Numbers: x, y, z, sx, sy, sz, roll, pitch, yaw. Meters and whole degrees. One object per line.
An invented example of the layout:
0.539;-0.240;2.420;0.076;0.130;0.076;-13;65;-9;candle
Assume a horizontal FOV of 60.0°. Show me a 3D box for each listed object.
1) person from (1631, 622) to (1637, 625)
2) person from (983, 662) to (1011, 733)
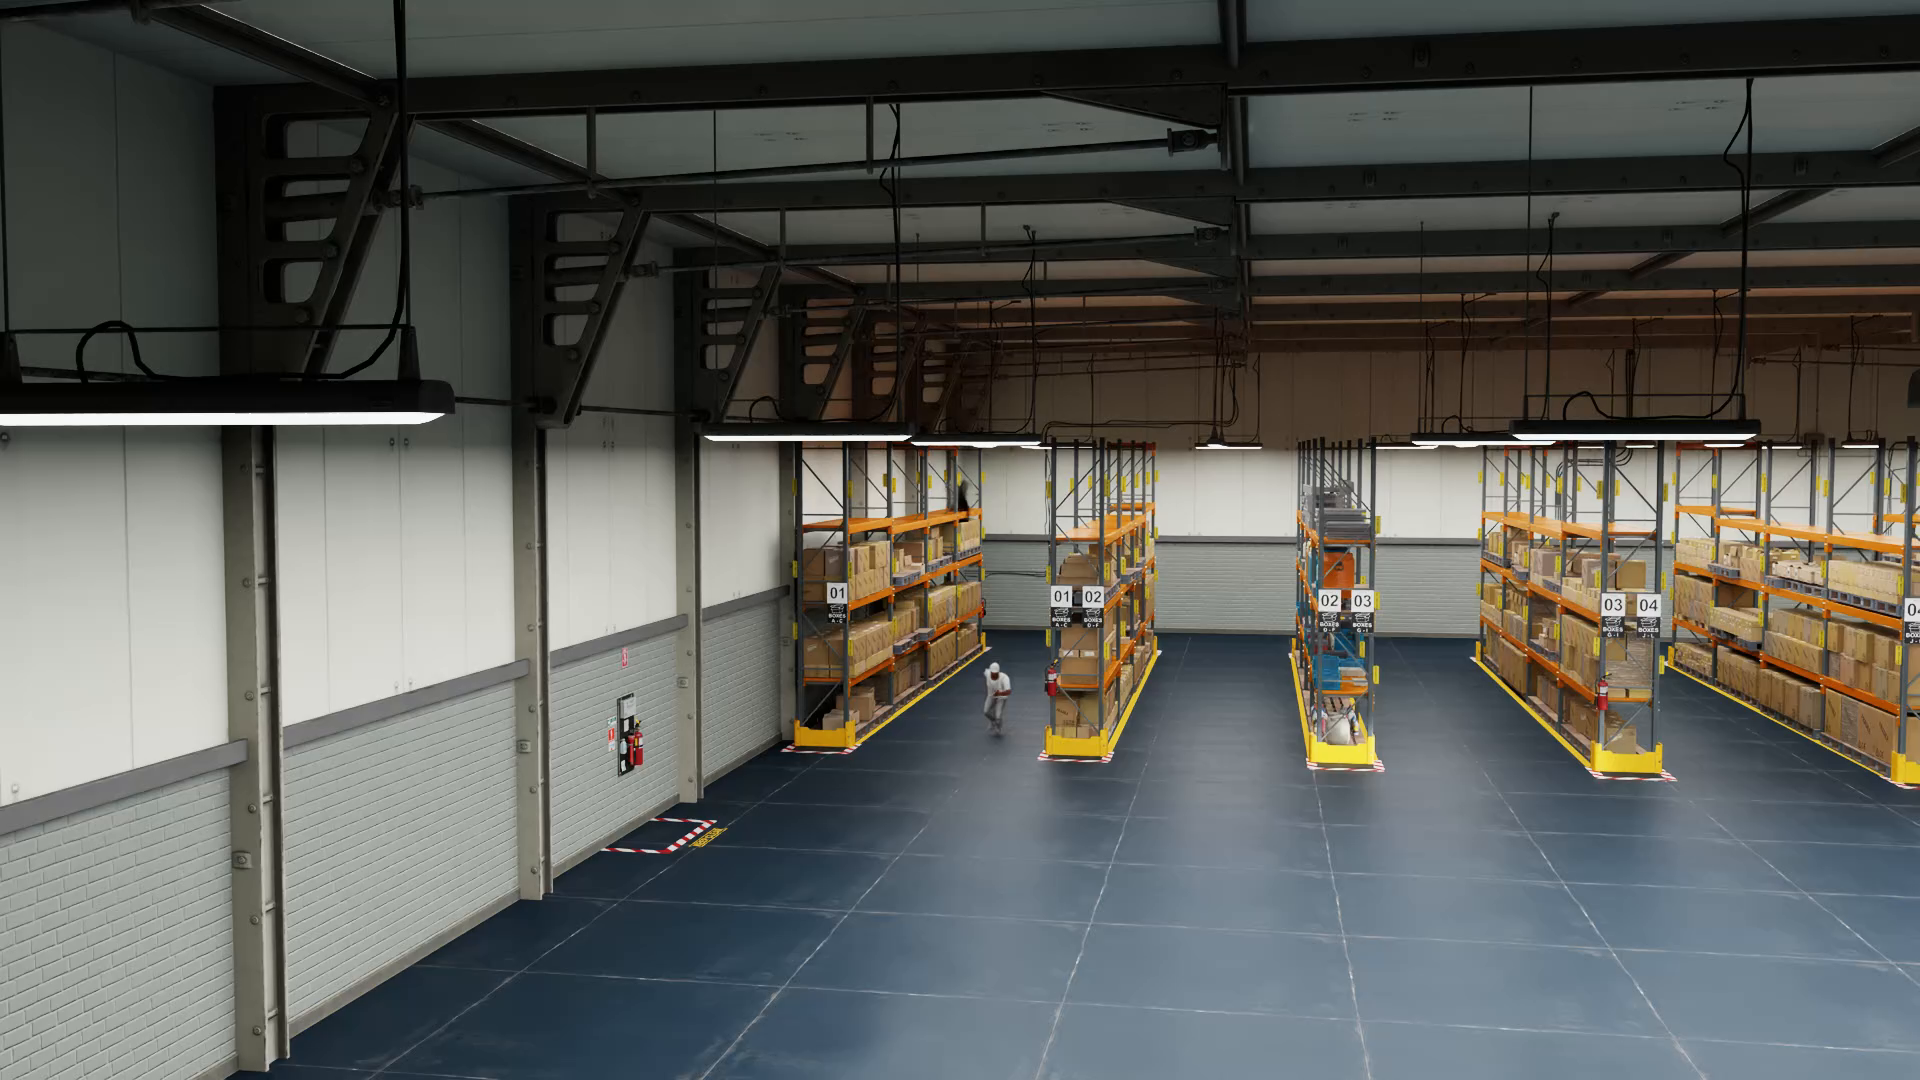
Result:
17.825;2.546;44.630;0.736;1.769;1.004;1;3;18;person
0.721;3.178;33.449;0.733;1.513;1.011;1;3;21;person
